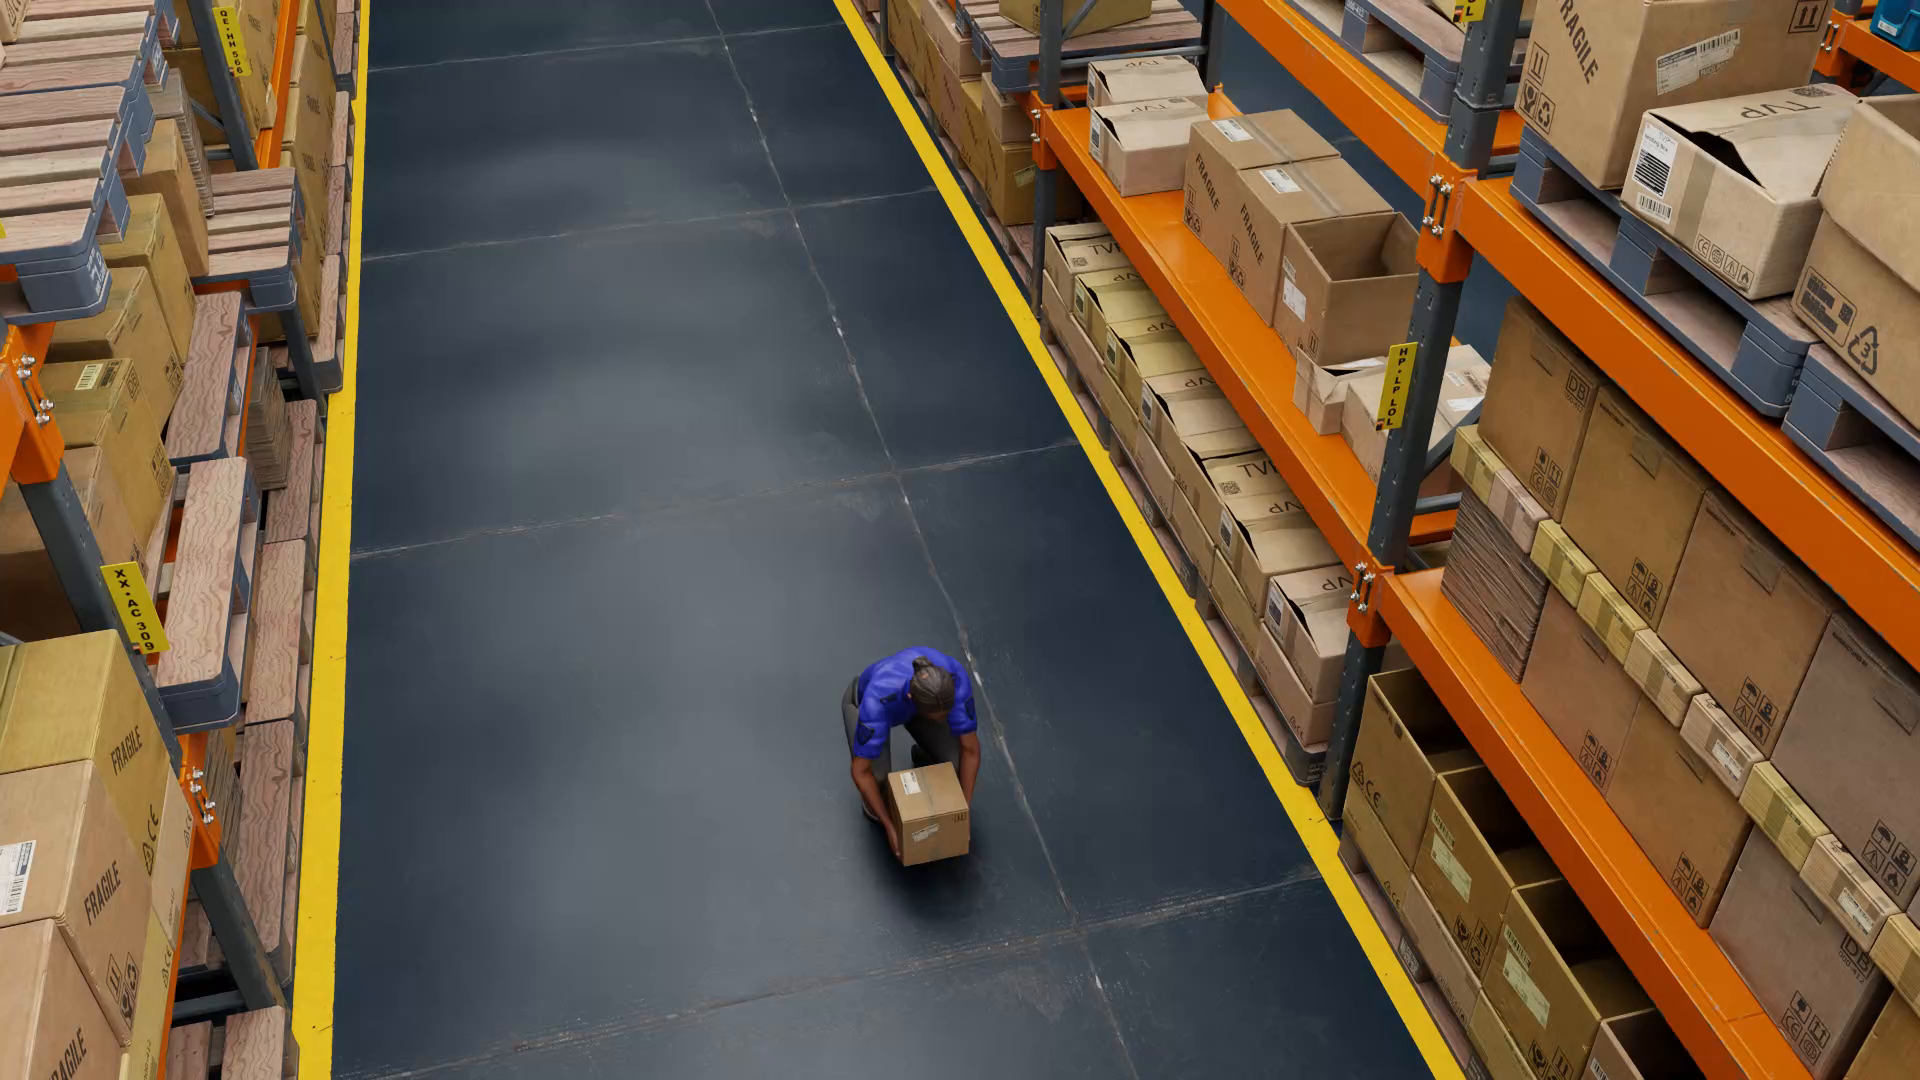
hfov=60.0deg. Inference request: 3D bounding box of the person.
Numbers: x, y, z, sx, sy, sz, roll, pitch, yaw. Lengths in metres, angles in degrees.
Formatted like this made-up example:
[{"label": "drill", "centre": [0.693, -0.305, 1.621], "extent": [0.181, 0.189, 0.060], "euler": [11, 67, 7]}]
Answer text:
[{"label": "person", "centre": [-0.205, 0.730, 6.400], "extent": [0.504, 0.926, 0.812], "euler": [-10, 39, -12]}]
